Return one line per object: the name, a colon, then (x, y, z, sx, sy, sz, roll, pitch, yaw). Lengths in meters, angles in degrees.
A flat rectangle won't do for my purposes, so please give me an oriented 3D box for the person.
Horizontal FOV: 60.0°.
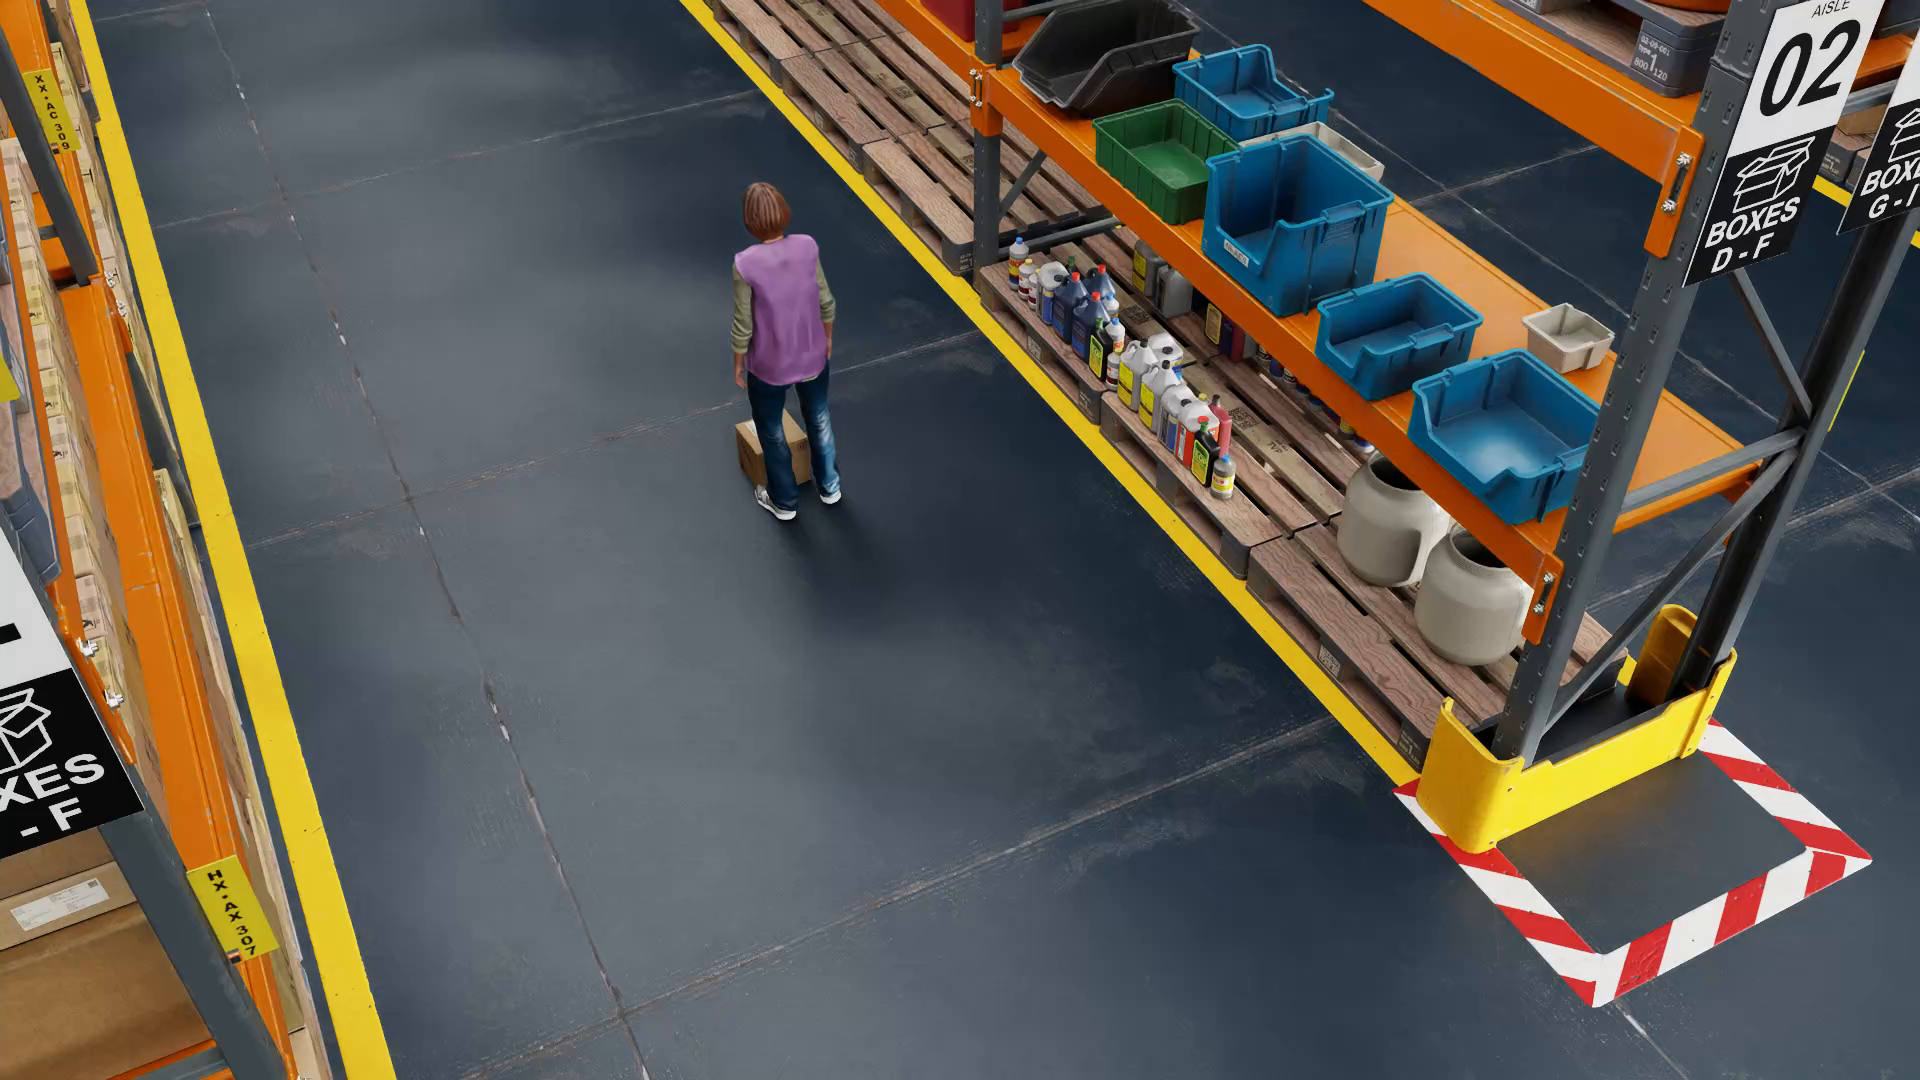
person: (-0.737, -0.764, 7.020, 0.461, 1.593, 0.343, -19, 45, -20)
